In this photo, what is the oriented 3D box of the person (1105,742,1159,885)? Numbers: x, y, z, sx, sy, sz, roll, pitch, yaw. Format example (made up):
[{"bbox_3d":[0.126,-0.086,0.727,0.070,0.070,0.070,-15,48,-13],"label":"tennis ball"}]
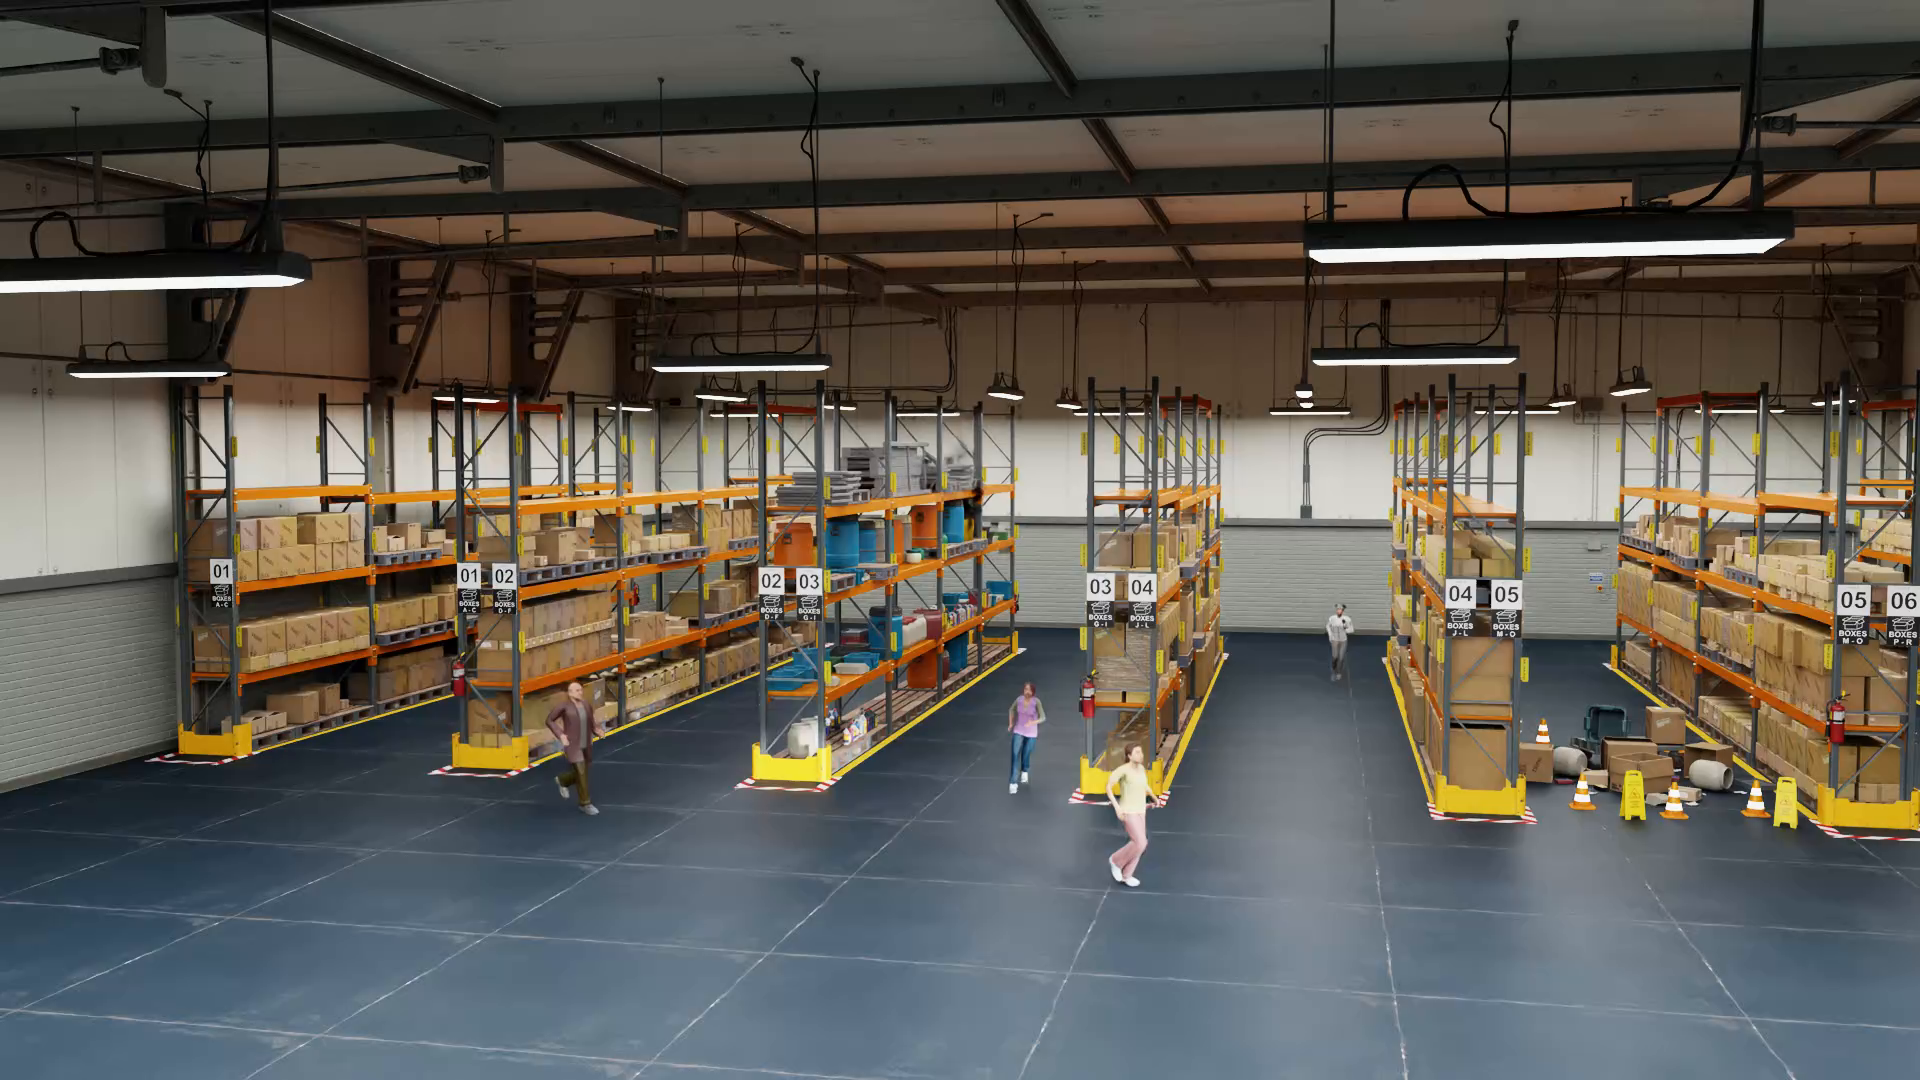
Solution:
[{"bbox_3d":[1.989,3.121,18.979,0.530,1.638,0.591,3,4,43],"label":"person"}]

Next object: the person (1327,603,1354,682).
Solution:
[{"bbox_3d":[8.097,2.189,35.446,0.584,1.705,0.651,1,3,15],"label":"person"}]

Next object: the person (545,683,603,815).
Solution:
[{"bbox_3d":[-5.305,2.847,22.889,0.970,1.779,0.710,3,4,38],"label":"person"}]

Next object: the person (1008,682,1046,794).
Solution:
[{"bbox_3d":[0.964,2.855,24.292,0.570,1.583,0.812,1,3,13],"label":"person"}]
